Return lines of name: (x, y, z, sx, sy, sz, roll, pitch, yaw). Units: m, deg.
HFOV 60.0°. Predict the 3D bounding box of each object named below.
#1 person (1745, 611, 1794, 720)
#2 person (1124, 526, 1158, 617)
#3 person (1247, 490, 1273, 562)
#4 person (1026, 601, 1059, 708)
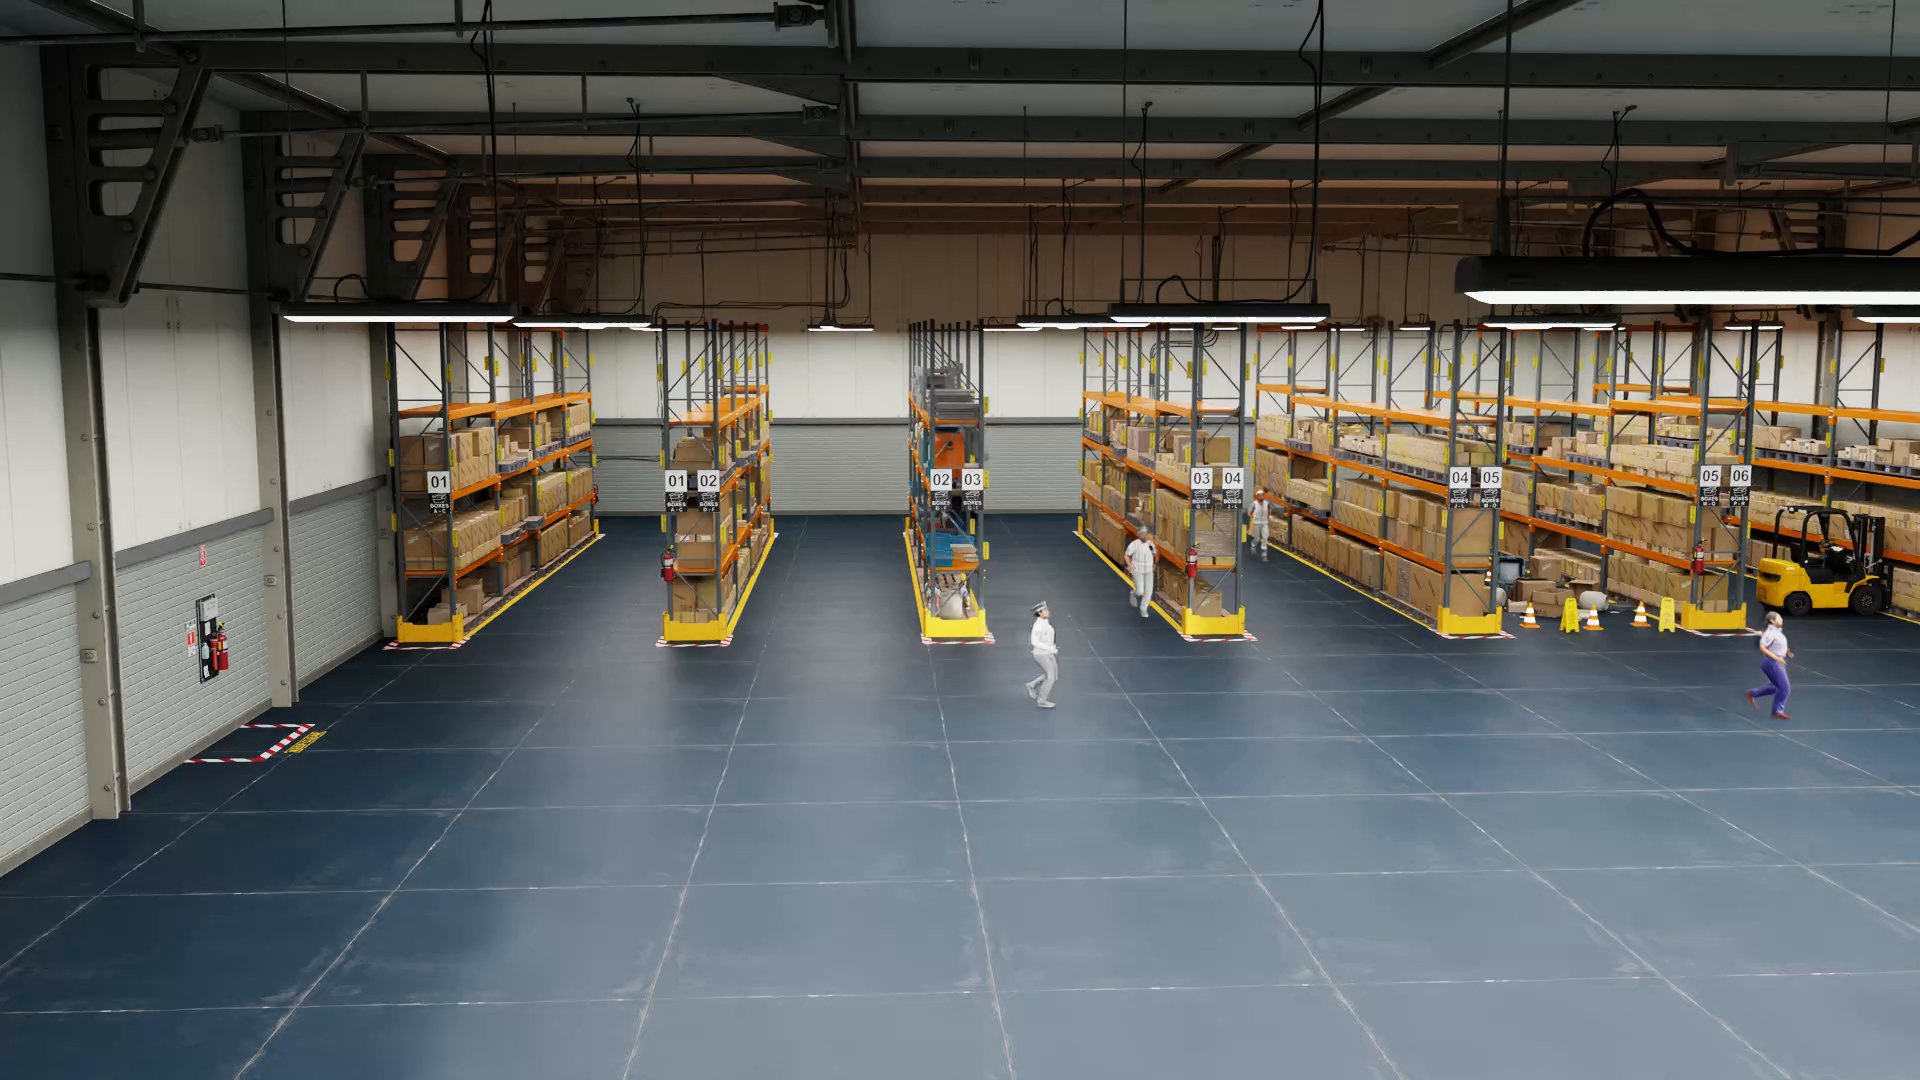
person: (12.149, 1.867, 24.911, 0.668, 1.587, 0.613, 5, 8, 32)
person: (3.538, 0.591, 32.301, 0.672, 1.758, 0.602, -1, 7, -10)
person: (7.622, -0.378, 42.184, 0.669, 1.781, 1.019, 0, 7, -3)
person: (1.275, 1.755, 25.593, 0.573, 1.638, 0.612, 3, 7, 19)
